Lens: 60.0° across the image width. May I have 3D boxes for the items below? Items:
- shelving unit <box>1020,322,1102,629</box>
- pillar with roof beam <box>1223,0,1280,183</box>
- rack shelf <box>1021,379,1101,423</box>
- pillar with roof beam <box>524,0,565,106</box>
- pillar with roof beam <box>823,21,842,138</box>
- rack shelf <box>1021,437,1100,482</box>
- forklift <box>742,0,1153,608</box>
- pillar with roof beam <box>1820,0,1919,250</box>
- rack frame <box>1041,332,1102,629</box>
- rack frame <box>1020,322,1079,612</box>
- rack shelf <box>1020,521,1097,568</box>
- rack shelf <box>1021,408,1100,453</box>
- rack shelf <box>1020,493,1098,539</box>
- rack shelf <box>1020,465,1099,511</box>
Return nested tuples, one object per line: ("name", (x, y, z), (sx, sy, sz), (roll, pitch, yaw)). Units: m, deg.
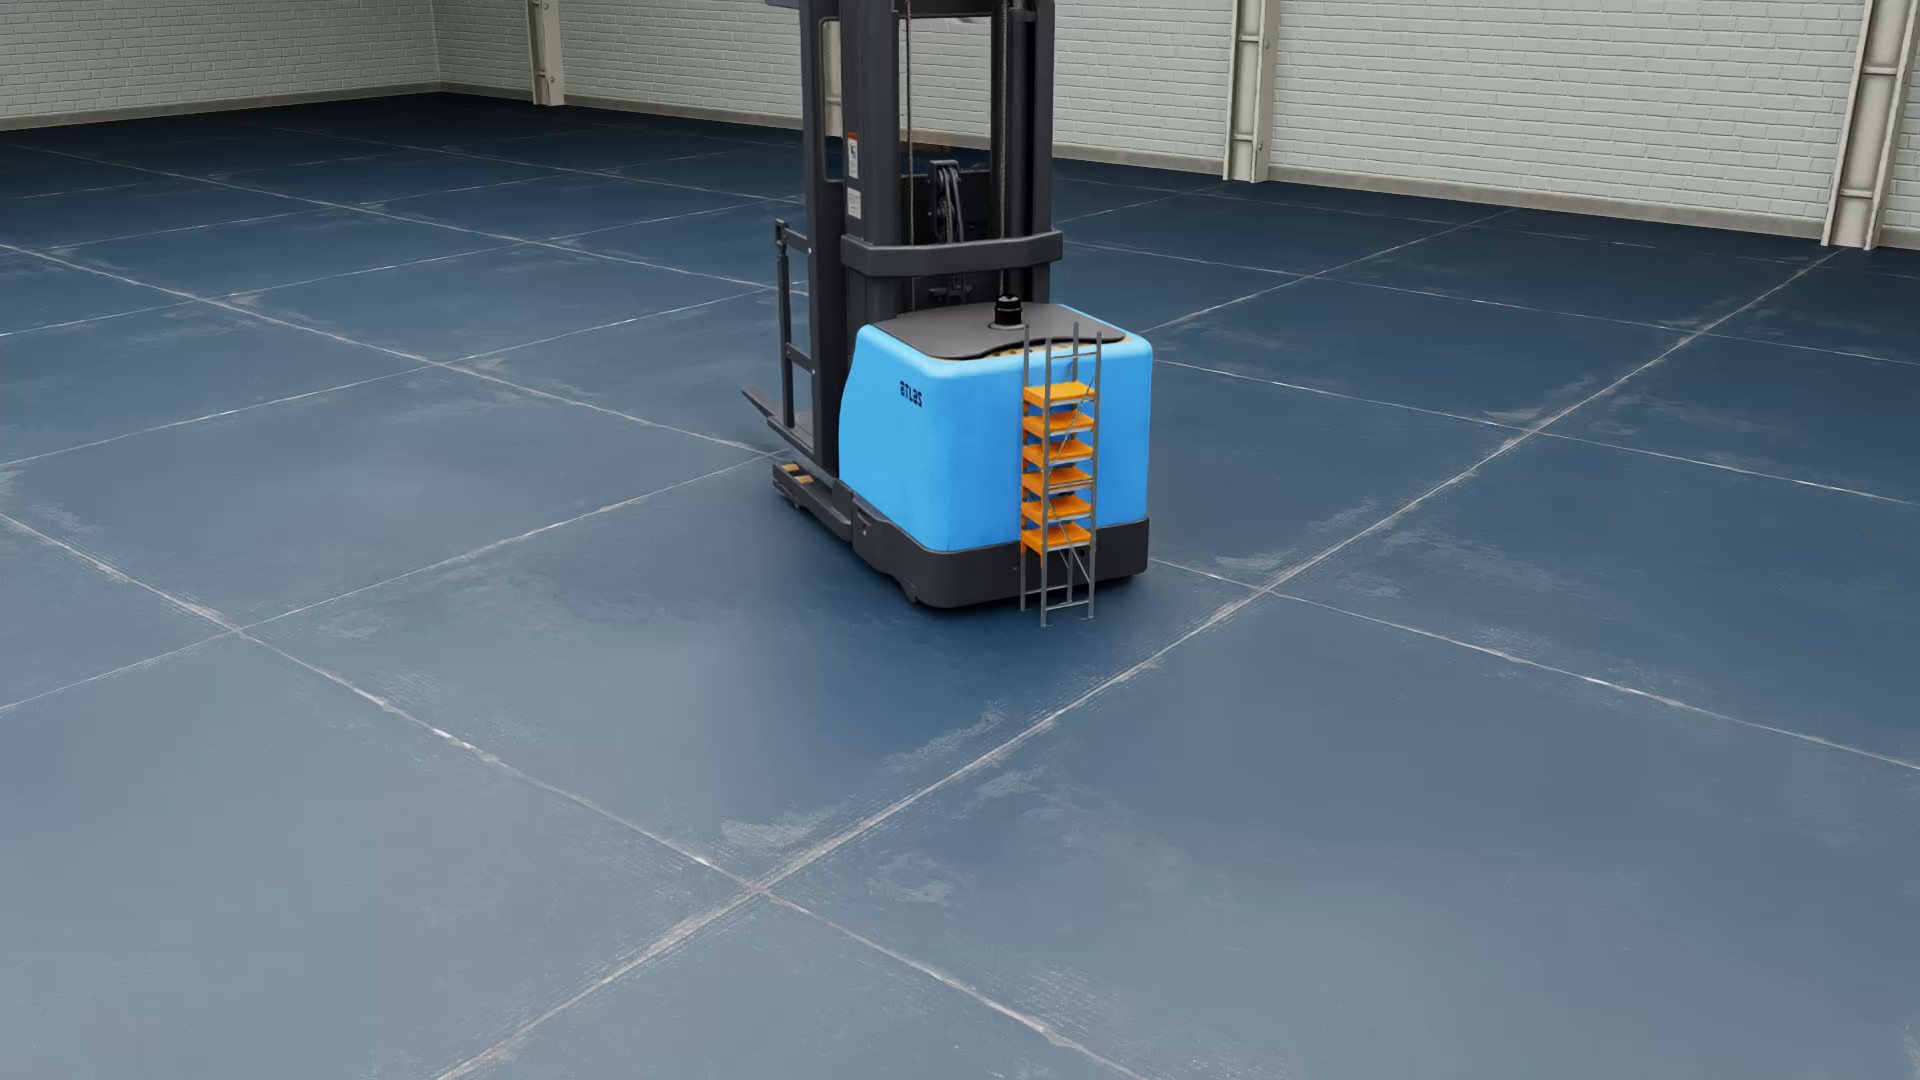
("shelving unit", (0.397, -0.251, 6.633), (0.258, 1.200, 0.189), (-9, 23, -23))
("pillar with roof beam", (0.375, -6.941, 13.321), (0.400, 9.000, 9.100), (16, 26, 36))
("rack shelf", (0.397, -0.546, 6.522), (0.258, 0.103, 0.180), (-9, 23, -23))
("pillar with roof beam", (-8.922, -9.618, 20.421), (0.400, 9.000, 9.100), (16, 26, 36))
("pillar with roof beam", (-4.273, -8.280, 16.871), (0.400, 9.000, 9.100), (16, 26, 36))
("rack shelf", (0.397, -0.322, 6.606), (0.258, 0.103, 0.180), (-9, 23, -23))
("forklift", (-0.274, -1.578, 7.700), (1.130, 2.935, 3.031), (-9, 23, -23))
("pillar with roof beam", (5.024, -5.603, 9.772), (0.400, 9.000, 9.100), (16, 26, 36))
("rack frame", (0.436, -0.222, 6.555), (0.240, 1.200, 0.006), (-9, 23, -23))
("rack frame", (0.358, -0.280, 6.711), (0.240, 1.200, 0.006), (-9, 23, -23))
("rack shelf", (0.397, 0.015, 6.733), (0.258, 0.103, 0.180), (-9, 23, -23))
("rack shelf", (0.397, -0.434, 6.564), (0.258, 0.103, 0.180), (-9, 23, -23))
("rack shelf", (0.397, -0.097, 6.691), (0.258, 0.103, 0.180), (-9, 23, -23))
("rack shelf", (0.397, -0.209, 6.649), (0.258, 0.103, 0.180), (-9, 23, -23))
